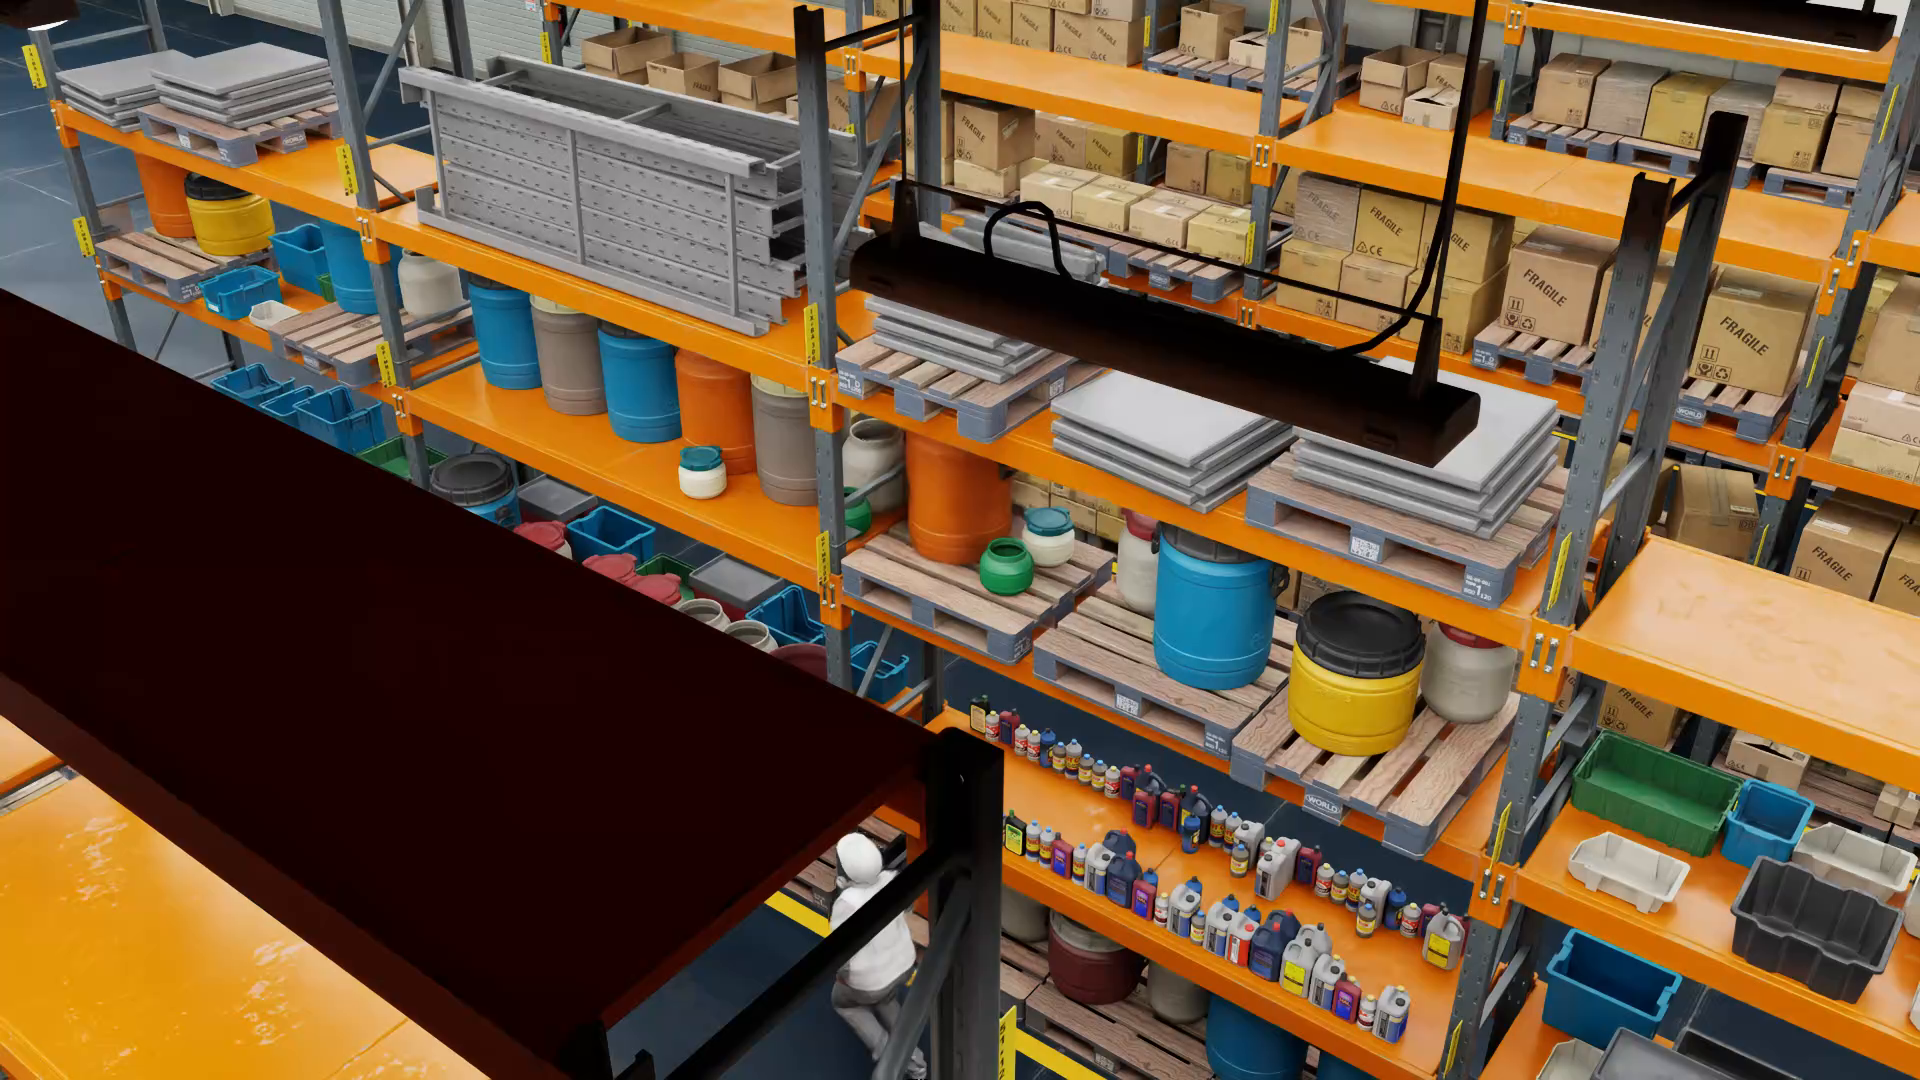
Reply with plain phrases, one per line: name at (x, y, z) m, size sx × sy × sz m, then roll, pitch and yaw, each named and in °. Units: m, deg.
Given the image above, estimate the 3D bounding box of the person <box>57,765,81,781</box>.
person at (-6.068, 1.702, 11.066) m, size 0.752 × 1.500 × 0.512 m, roll 24°, pitch 39°, yaw 34°

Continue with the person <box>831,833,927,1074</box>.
person at (-0.480, 2.345, 9.401) m, size 0.702 × 1.510 × 0.717 m, roll -27°, pitch 41°, yaw -37°
